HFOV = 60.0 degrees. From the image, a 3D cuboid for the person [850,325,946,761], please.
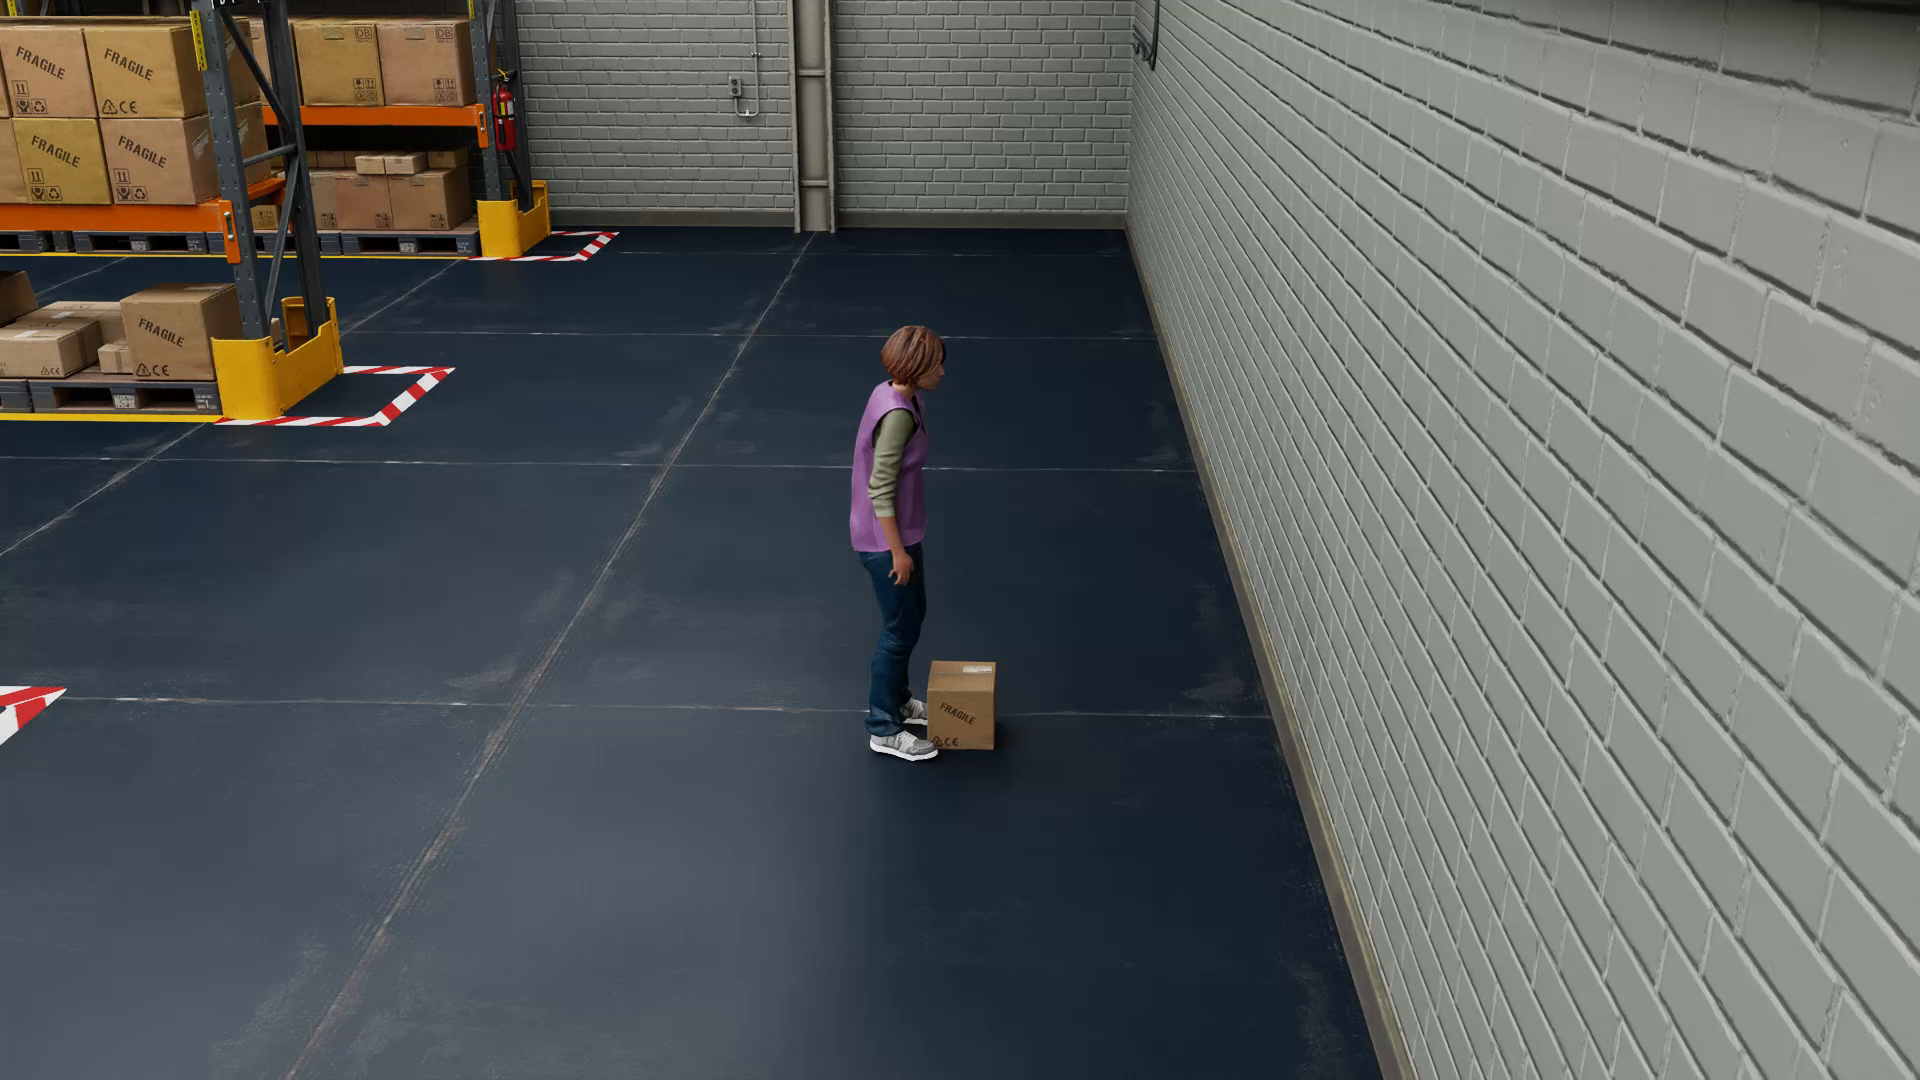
[{"bbox_3d":[-0.225,-0.002,6.102,0.348,1.592,0.465,2,21,4],"label":"person"}]
